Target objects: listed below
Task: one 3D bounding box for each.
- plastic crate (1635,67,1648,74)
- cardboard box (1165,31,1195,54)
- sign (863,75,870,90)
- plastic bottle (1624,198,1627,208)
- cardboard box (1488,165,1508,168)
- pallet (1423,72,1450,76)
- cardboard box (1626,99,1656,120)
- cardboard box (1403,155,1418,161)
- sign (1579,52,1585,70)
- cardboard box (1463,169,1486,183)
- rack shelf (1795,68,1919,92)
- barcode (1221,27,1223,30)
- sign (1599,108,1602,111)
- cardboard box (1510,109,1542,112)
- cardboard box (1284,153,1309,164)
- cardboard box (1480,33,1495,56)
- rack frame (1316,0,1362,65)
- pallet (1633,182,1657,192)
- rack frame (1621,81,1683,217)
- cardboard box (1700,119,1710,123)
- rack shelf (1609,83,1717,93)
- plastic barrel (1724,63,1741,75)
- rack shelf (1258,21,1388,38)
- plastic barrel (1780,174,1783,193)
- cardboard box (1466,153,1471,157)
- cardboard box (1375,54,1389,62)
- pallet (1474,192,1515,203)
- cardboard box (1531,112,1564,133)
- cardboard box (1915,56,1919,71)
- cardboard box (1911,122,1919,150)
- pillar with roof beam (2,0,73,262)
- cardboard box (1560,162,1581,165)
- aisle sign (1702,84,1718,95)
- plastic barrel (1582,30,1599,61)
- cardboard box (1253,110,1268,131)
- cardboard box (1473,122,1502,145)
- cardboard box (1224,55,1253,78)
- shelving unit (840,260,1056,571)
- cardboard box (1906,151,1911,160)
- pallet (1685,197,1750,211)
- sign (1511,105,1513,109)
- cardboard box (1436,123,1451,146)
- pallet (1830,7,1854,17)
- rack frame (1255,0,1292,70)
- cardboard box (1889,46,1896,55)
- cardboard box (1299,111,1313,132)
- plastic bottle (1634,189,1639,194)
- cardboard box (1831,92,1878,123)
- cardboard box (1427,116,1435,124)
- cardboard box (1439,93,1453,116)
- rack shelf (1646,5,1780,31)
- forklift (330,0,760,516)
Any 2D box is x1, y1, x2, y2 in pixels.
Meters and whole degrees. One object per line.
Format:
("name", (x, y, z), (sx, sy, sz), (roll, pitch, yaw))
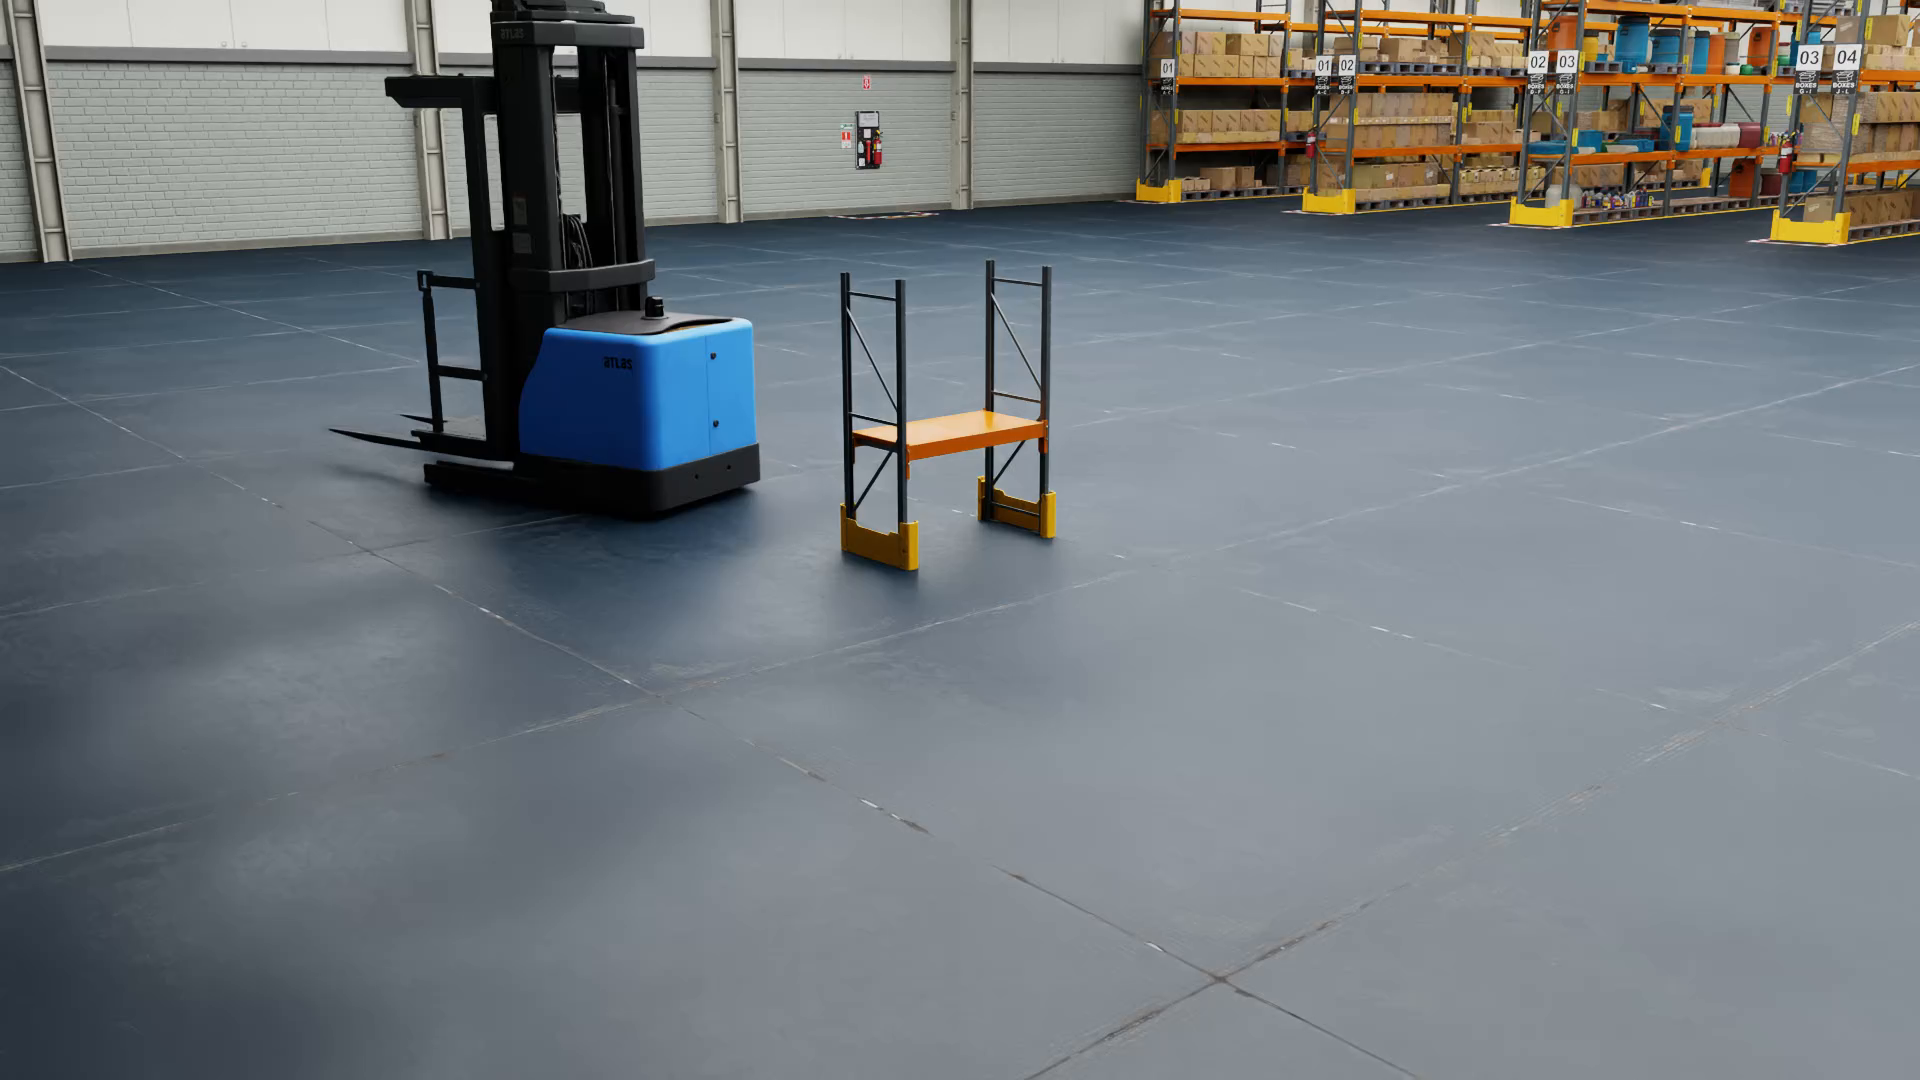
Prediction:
("plastic crate", (13.181, -9.130, 32.315), (0.396, 0.136, 0.243), (-13, 19, -39))
("cardboard box", (5.056, -11.418, 38.200), (0.500, 0.500, 0.500), (14, 21, 43))
("sign", (-1.921, -9.407, 34.163), (0.199, 0.298, 0.001), (-13, 19, -39))
("plastic bottle", (13.245, -6.715, 33.145), (0.097, 0.201, 0.097), (0, 15, 0))
("cardboard box", (12.917, -8.824, 39.901), (0.500, 0.311, 0.500), (-13, 20, -41))
("pallet", (12.999, -12.634, 45.295), (1.217, 0.209, 0.805), (-14, 20, -42))
("cardboard box", (17.453, -11.035, 42.619), (0.500, 0.500, 0.500), (-12, 19, -38))
("cardboard box", (11.947, -10.175, 44.883), (0.750, 0.750, 0.750), (-13, 20, -40))
("sign", (11.467, -8.827, 30.652), (0.005, 0.325, 0.100), (-13, 19, -39))
("cardboard box", (11.734, -8.374, 38.216), (0.500, 0.311, 0.500), (-13, 20, -40))
("rack shelf", (15.869, -7.957, 28.808), (4.000, 0.370, 1.077), (-13, 19, -39))
("barcode", (6.292, -12.302, 40.001), (0.075, 0.075, 0.001), (-13, 19, -39))
("sign", (16.551, -11.001, 42.946), (0.005, 0.325, 0.100), (-13, 19, -39))
("cardboard box", (16.298, -12.177, 48.442), (0.700, 0.700, 0.980), (-12, 19, -37))
("cardboard box", (8.497, -9.658, 42.131), (0.500, 0.250, 0.500), (-13, 20, -41))
("cardboard box", (11.783, -11.263, 37.815), (0.500, 0.500, 0.500), (-10, 18, -34))
("rack frame", (7.860, -11.344, 34.282), (0.127, 3.000, 1.000), (-13, 19, -39))
("pallet", (17.432, -9.248, 43.462), (1.213, 0.211, 1.003), (-13, 19, -39))
("rack frame", (14.127, -8.159, 33.981), (0.127, 3.000, 1.000), (-13, 19, -39))
("cardboard box", (19.771, -11.076, 44.709), (0.500, 0.500, 0.500), (-12, 19, -38))
("rack shelf", (18.422, -11.919, 43.641), (4.000, 0.370, 1.077), (-13, 19, -39))
("plastic barrel", (16.338, -9.958, 35.172), (0.301, 0.262, 0.301), (0, 15, 0))
("rack shelf", (9.132, -12.784, 41.840), (4.000, 0.370, 1.077), (-13, 19, -39))
("plastic barrel", (18.721, -8.228, 38.247), (0.421, 0.512, 0.421), (0, 15, 0))
("cardboard box", (14.644, -11.006, 47.415), (0.250, 0.149, 0.380), (-13, 20, -41))
("cardboard box", (8.864, -10.209, 35.247), (0.250, 0.149, 0.380), (-13, 19, -39))
("pallet", (12.329, -8.116, 39.227), (1.213, 0.211, 1.003), (-13, 19, -39))
("cardboard box", (14.296, -10.181, 40.545), (0.700, 0.500, 0.500), (8, 17, 28))
("cardboard box", (16.424, -8.269, 28.873), (0.500, 0.250, 0.500), (-13, 20, -40))
("cardboard box", (16.597, -7.244, 29.788), (0.500, 0.500, 0.875), (-13, 19, -39))
("pillar with roof beam", (-10.713, -7.691, 20.606), (0.400, 9.000, 9.100), (-13, 19, -39))
("cardboard box", (15.255, -9.557, 41.754), (0.500, 0.250, 0.500), (-13, 20, -40))
("aisle sign", (20.183, -12.364, 44.688), (0.004, 0.787, 0.394), (-13, 19, -39))
("plastic barrel", (11.886, -9.442, 31.794), (0.600, 0.588, 0.600), (0, 15, 0))
("cardboard box", (7.097, -10.161, 40.276), (0.500, 0.500, 0.500), (-13, 20, -40))
("cardboard box", (12.243, -9.473, 38.707), (0.500, 0.500, 0.500), (-13, 19, -39))
("cardboard box", (6.621, -11.276, 39.608), (0.500, 0.500, 0.500), (-14, 20, -41))
("shelving unit", (-0.058, -0.712, 9.008), (1.083, 1.500, 0.587), (-13, 19, -39))
("cardboard box", (16.595, -6.827, 29.484), (0.250, 0.149, 0.380), (-13, 19, -39))
("pallet", (16.534, -7.365, 36.415), (1.213, 0.211, 1.003), (-13, 19, -39))
("sign", (16.316, -12.686, 49.098), (0.005, 0.325, 0.100), (-13, 19, -39))
("cardboard box", (10.547, -9.095, 37.295), (0.500, 0.500, 0.700), (-13, 20, -41))
("pallet", (19.557, -11.982, 37.809), (1.213, 0.211, 1.003), (-13, 19, -39))
("rack frame", (7.623, -12.986, 40.427), (0.127, 3.000, 1.000), (-13, 19, -39))
("cardboard box", (15.527, -8.252, 28.037), (0.250, 0.149, 0.380), (-13, 20, -40))
("cardboard box", (8.456, -10.521, 41.779), (0.500, 0.500, 0.700), (-10, 18, -34))
("plastic bottle", (13.735, -6.954, 33.753), (0.185, 0.351, 0.144), (-13, 19, -39))
("cardboard box", (14.954, -7.232, 27.804), (0.500, 0.500, 0.500), (-13, 19, -39))
("cardboard box", (10.232, -9.266, 36.678), (0.250, 0.149, 0.380), (-13, 20, -39))
("cardboard box", (10.547, -9.722, 37.127), (0.500, 0.500, 0.700), (-13, 19, -39))
("rack shelf", (15.635, -10.855, 34.620), (4.000, 0.370, 1.077), (-13, 19, -39))
("forklift", (-2.773, -1.818, 10.376), (3.031, 2.935, 1.130), (9, 17, 30))
